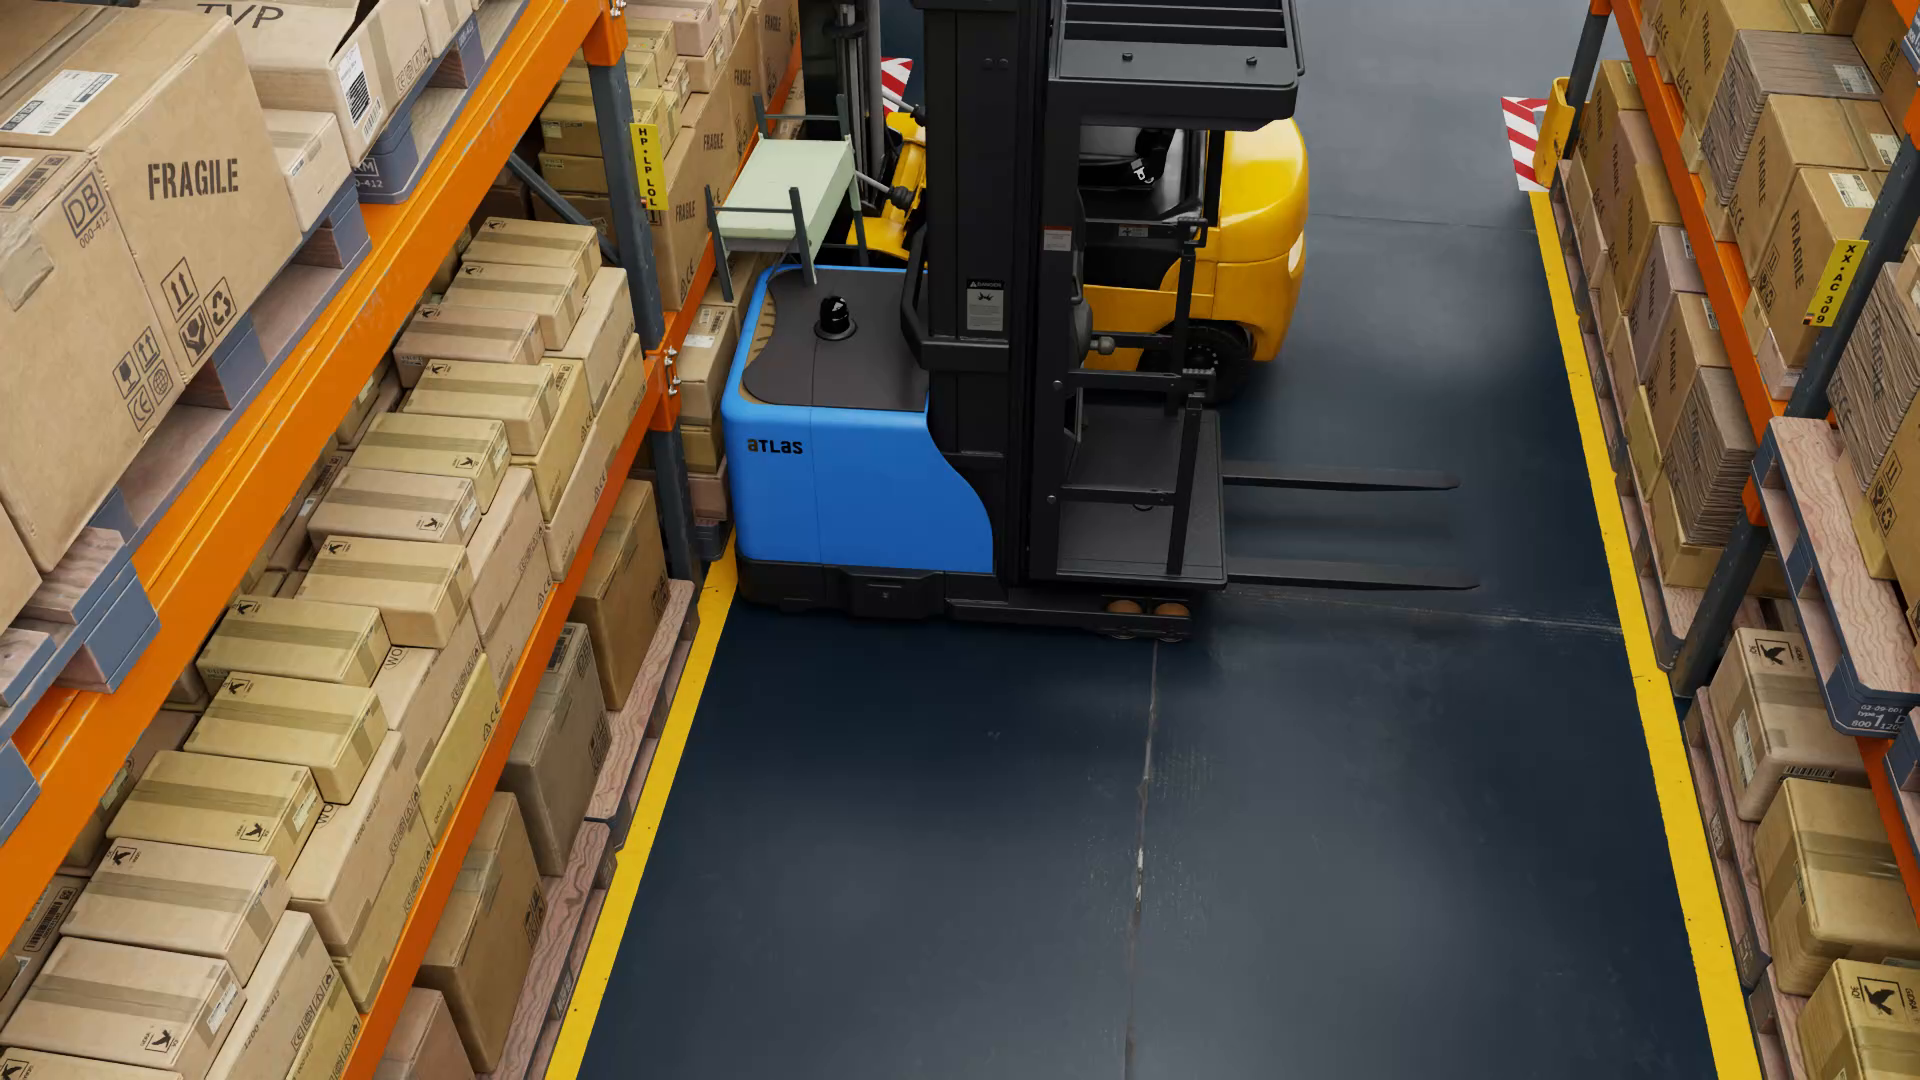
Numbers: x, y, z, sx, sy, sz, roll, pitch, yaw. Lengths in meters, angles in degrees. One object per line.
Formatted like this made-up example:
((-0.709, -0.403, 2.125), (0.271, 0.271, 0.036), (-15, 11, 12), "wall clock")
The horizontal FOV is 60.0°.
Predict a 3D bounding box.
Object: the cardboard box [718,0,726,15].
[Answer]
((-1.140, -2.184, 6.614), (0.380, 0.149, 0.250), (5, 44, 5), "cardboard box")

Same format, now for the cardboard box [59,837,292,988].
((-1.719, 0.817, 3.661), (0.380, 0.149, 0.250), (6, 44, 6), "cardboard box")

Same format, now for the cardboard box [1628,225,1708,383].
((3.275, -1.007, 7.281), (0.500, 0.500, 0.500), (7, 44, 8), "cardboard box")

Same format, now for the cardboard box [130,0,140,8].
((-1.810, -1.352, 4.119), (0.380, 0.149, 0.250), (5, 44, 6), "cardboard box")

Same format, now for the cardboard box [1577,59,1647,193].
((3.477, -2.070, 8.404), (0.500, 0.500, 0.500), (4, 44, 4), "cardboard box")

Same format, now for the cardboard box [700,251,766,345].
((-1.137, -1.073, 7.169), (0.500, 0.250, 0.500), (5, 44, 6), "cardboard box")

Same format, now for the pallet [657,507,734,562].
((-1.443, -0.433, 7.554), (1.003, 0.211, 1.213), (5, 44, 6), "pallet")

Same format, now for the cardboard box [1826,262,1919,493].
((2.985, -0.462, 4.962), (0.500, 0.500, 0.500), (6, 44, 7), "cardboard box")

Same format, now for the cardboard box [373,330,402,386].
((-1.970, -0.611, 5.169), (0.380, 0.149, 0.250), (5, 44, 5), "cardboard box")

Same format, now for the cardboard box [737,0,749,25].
((-1.089, -2.242, 6.892), (0.380, 0.149, 0.250), (4, 44, 4), "cardboard box")

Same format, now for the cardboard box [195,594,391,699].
((-1.685, 0.290, 4.218), (0.380, 0.149, 0.250), (5, 44, 6), "cardboard box")

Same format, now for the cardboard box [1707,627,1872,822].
((3.264, 0.700, 5.934), (0.950, 0.372, 0.625), (6, 44, 6), "cardboard box")

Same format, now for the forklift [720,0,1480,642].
((0.623, -1.030, 6.206), (3.031, 2.935, 1.130), (3, 44, 3), "forklift")

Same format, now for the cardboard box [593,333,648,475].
((-1.397, -0.486, 5.691), (0.500, 0.250, 0.500), (6, 44, 6), "cardboard box")

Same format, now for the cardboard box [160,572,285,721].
((-2.125, 0.328, 4.467), (0.500, 0.250, 0.500), (4, 44, 5), "cardboard box")

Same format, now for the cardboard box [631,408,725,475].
((-1.219, -0.545, 6.974), (0.500, 0.250, 0.500), (5, 44, 5), "cardboard box")

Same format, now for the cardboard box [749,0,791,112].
((-1.066, -2.265, 7.388), (0.500, 0.500, 0.500), (6, 44, 6), "cardboard box")

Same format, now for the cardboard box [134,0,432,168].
((-1.545, -1.115, 3.751), (0.500, 0.311, 0.500), (4, 44, 4), "cardboard box")

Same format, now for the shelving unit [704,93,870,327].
((-0.689, -1.080, 7.261), (0.431, 1.500, 0.755), (4, 44, 12), "shelving unit")

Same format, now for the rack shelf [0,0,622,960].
((-1.854, -0.372, 3.803), (1.077, 0.370, 4.000), (5, 44, 6), "rack shelf")

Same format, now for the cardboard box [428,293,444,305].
((-1.911, -0.712, 5.566), (0.500, 0.250, 0.500), (5, 44, 5), "cardboard box")

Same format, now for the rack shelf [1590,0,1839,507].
((3.596, -1.561, 7.240), (1.077, 0.370, 4.000), (5, 44, 6), "rack shelf")

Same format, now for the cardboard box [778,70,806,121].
((-0.931, -2.115, 8.269), (0.500, 0.250, 0.500), (6, 44, 6), "cardboard box")

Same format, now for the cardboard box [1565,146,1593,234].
((3.479, -1.814, 8.679), (0.500, 0.250, 0.500), (5, 44, 5), "cardboard box")

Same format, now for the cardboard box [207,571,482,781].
((-1.620, 0.365, 4.429), (0.500, 0.250, 0.500), (6, 44, 6), "cardboard box")

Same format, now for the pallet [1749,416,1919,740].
((3.086, 0.118, 5.083), (1.003, 0.211, 1.213), (5, 44, 6), "pallet")

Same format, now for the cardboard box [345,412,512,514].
((-1.515, -0.223, 4.759), (0.380, 0.149, 0.250), (4, 44, 5), "cardboard box")

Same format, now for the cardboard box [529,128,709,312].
((-1.272, -1.223, 6.287), (0.500, 0.500, 0.500), (4, 44, 4), "cardboard box")

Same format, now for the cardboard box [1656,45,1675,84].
((3.395, -2.186, 7.560), (0.380, 0.149, 0.250), (6, 44, 7), "cardboard box")

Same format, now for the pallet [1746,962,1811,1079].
((3.071, 1.918, 5.071), (1.003, 0.211, 1.213), (5, 44, 6), "pallet")

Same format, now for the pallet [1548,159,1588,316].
((3.708, -1.570, 8.755), (1.003, 0.211, 1.213), (5, 44, 6), "pallet")

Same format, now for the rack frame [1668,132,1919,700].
((3.331, -0.459, 5.553), (1.000, 3.000, 0.127), (5, 44, 6), "rack frame")

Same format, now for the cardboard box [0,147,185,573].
((-1.813, -0.320, 2.774), (0.700, 0.500, 0.500), (4, 44, 5), "cardboard box")

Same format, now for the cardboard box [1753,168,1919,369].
((3.143, -0.929, 5.760), (0.500, 0.500, 0.500), (4, 44, 4), "cardboard box")

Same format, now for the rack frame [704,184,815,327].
((-0.761, -0.831, 7.002), (0.400, 1.500, 0.023), (4, 44, 12), "rack frame")

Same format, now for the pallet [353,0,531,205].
((-1.693, -1.325, 4.425), (0.805, 0.209, 1.217), (4, 44, 4), "pallet")

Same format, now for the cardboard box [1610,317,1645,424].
((3.275, -0.750, 7.555), (0.500, 0.250, 0.500), (6, 44, 6), "cardboard box")

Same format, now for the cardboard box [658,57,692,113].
((-1.247, -1.729, 6.350), (0.380, 0.149, 0.250), (5, 44, 5), "cardboard box")

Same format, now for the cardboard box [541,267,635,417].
((-1.401, -0.677, 5.528), (0.500, 0.250, 0.500), (4, 44, 5), "cardboard box")

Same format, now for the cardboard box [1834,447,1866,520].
((2.945, -0.172, 5.127), (0.380, 0.149, 0.250), (6, 44, 6), "cardboard box")

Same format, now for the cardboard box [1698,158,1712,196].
((3.266, -1.479, 6.813), (0.380, 0.149, 0.250), (5, 44, 5), "cardboard box")

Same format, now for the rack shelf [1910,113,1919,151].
((3.067, 0.076, 3.329), (1.077, 0.370, 4.000), (5, 44, 6), "rack shelf")

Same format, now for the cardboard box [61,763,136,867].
((-2.182, 0.603, 3.887), (0.380, 0.149, 0.250), (5, 44, 5), "cardboard box")

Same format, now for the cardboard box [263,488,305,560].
((-2.069, -0.095, 4.624), (0.380, 0.149, 0.250), (5, 44, 5), "cardboard box")

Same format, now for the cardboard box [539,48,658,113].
((-1.326, -1.666, 6.067), (0.380, 0.149, 0.250), (6, 44, 6), "cardboard box")

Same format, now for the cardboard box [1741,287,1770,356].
((3.098, -0.785, 6.080), (0.380, 0.149, 0.250), (6, 44, 6), "cardboard box")

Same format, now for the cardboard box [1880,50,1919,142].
((3.694, -1.593, 5.734), (0.700, 0.500, 0.500), (5, 44, 6), "cardboard box")

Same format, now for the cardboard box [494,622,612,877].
((-1.757, 0.687, 5.764), (0.875, 0.625, 0.625), (5, 44, 5), "cardboard box")

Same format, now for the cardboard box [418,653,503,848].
((-1.614, 0.545, 4.601), (0.500, 0.250, 0.500), (7, 44, 7), "cardboard box")

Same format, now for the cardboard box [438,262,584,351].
((-1.431, -0.749, 5.315), (0.380, 0.149, 0.250), (5, 44, 5), "cardboard box")

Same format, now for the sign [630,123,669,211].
((-1.050, -1.257, 5.611), (0.100, 0.325, 0.005), (5, 44, 6), "sign")

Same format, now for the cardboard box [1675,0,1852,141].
((3.332, -1.984, 6.874), (0.500, 0.500, 0.500), (4, 44, 5), "cardboard box")

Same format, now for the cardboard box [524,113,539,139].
((-1.803, -1.596, 6.209), (0.380, 0.149, 0.250), (4, 44, 4), "cardboard box")
